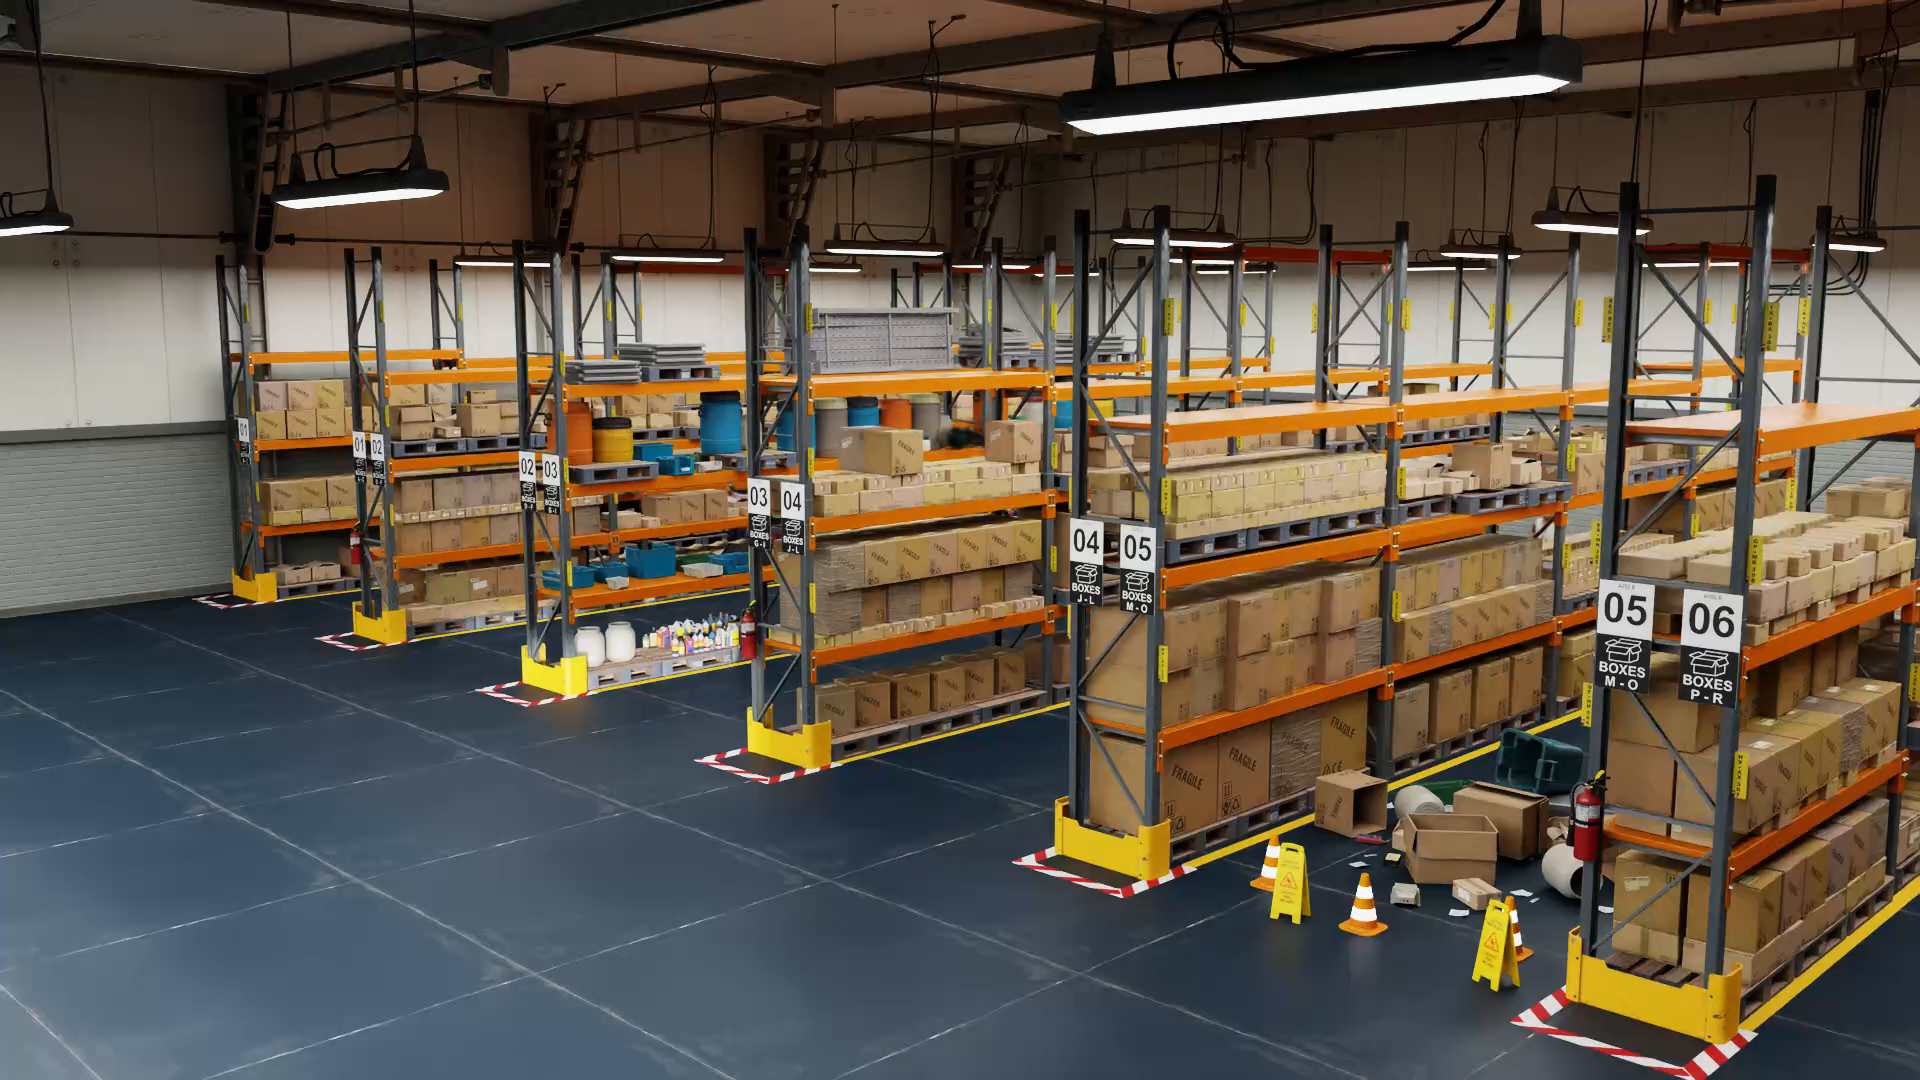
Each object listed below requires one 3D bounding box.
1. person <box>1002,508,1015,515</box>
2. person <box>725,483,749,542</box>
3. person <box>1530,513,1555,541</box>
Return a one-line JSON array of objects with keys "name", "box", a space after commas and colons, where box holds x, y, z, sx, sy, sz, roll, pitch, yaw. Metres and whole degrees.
[{"name": "person", "box": [0.832, -0.315, 31.353, 0.743, 1.710, 0.600, -8, 11, -43]}, {"name": "person", "box": [-4.575, -0.412, 34.136, 0.592, 1.524, 0.733, 4, 9, 27]}, {"name": "person", "box": [9.978, 0.259, 28.420, 0.641, 1.784, 0.703, 5, 10, 33]}]
